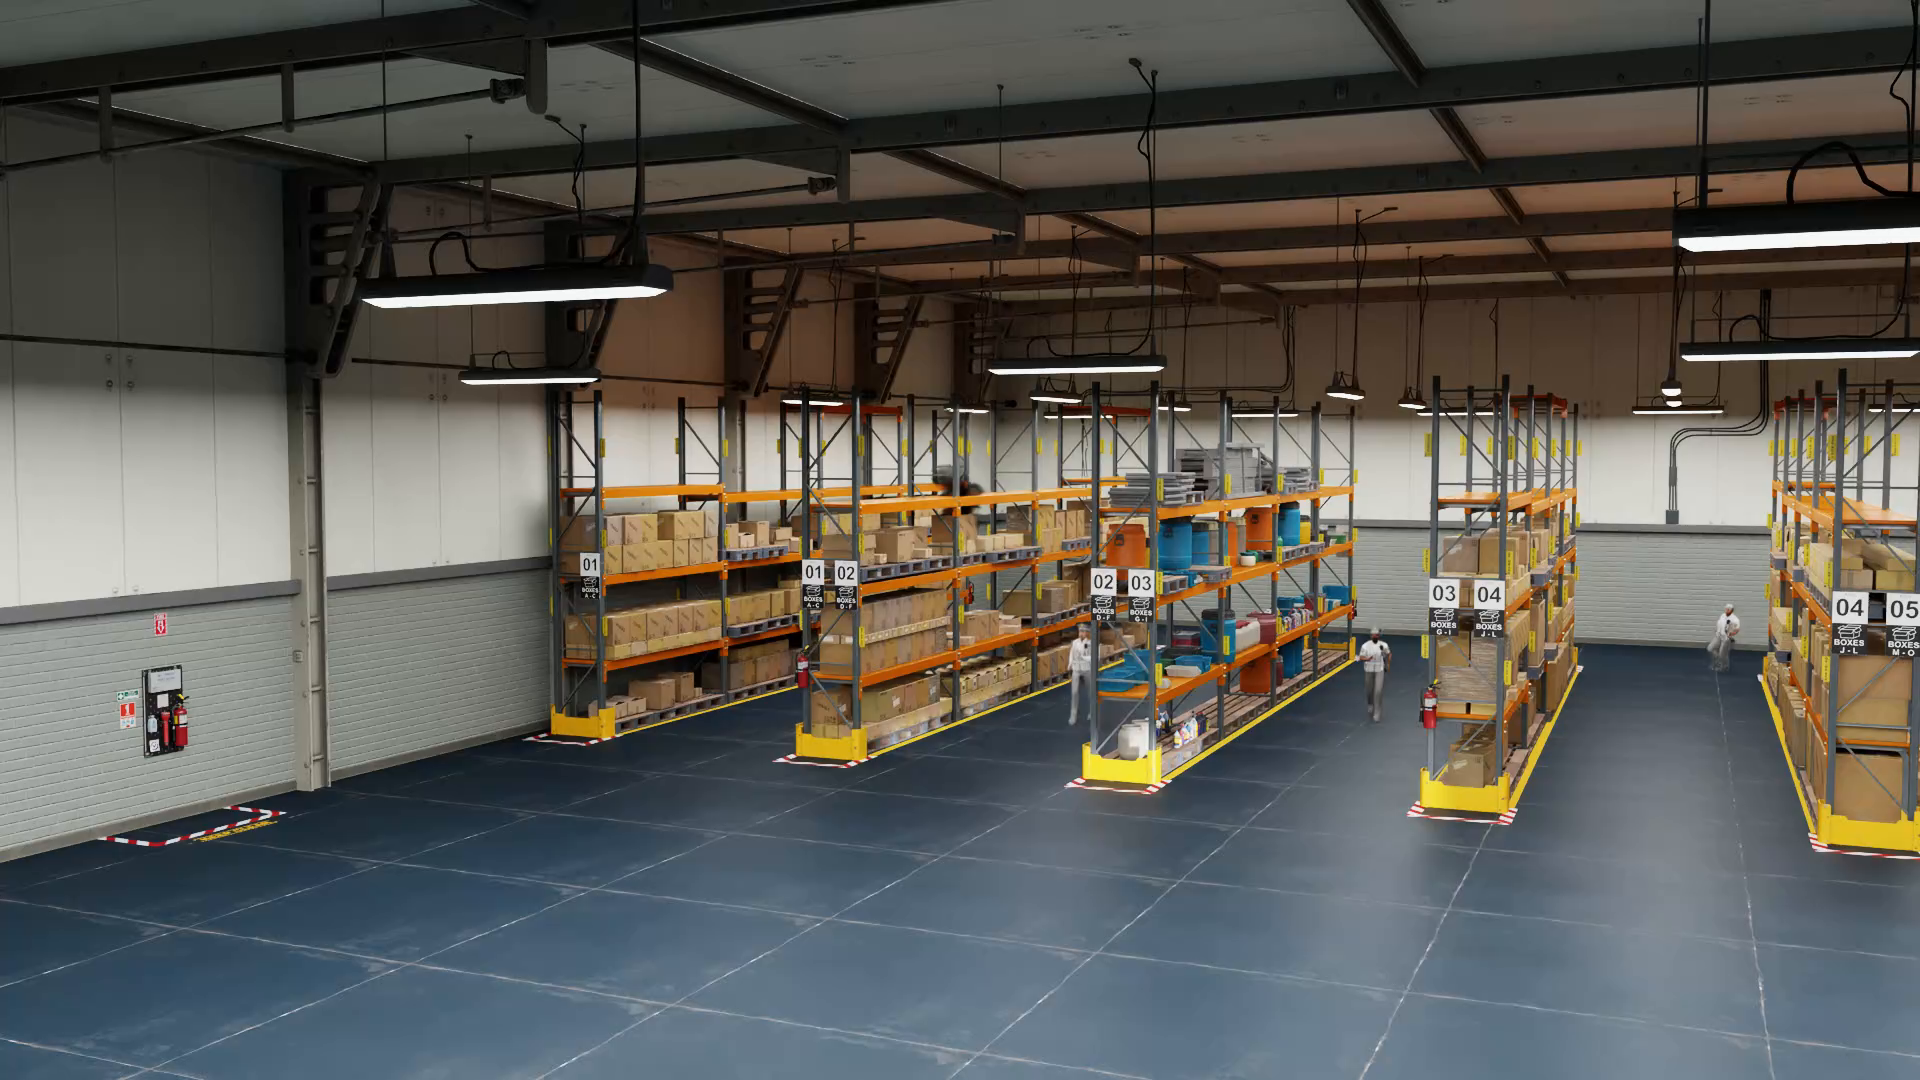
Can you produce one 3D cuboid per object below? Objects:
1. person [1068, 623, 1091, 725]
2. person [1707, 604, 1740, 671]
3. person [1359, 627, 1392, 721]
[{"bbox_3d":[2.119,2.292,28.768,0.599,1.717,0.842,1,3,23],"label":"person"},{"bbox_3d":[17.001,2.176,36.999,0.596,1.544,0.799,-1,3,-15],"label":"person"},{"bbox_3d":[7.669,2.436,30.727,0.575,1.685,0.938,1,3,17],"label":"person"}]
